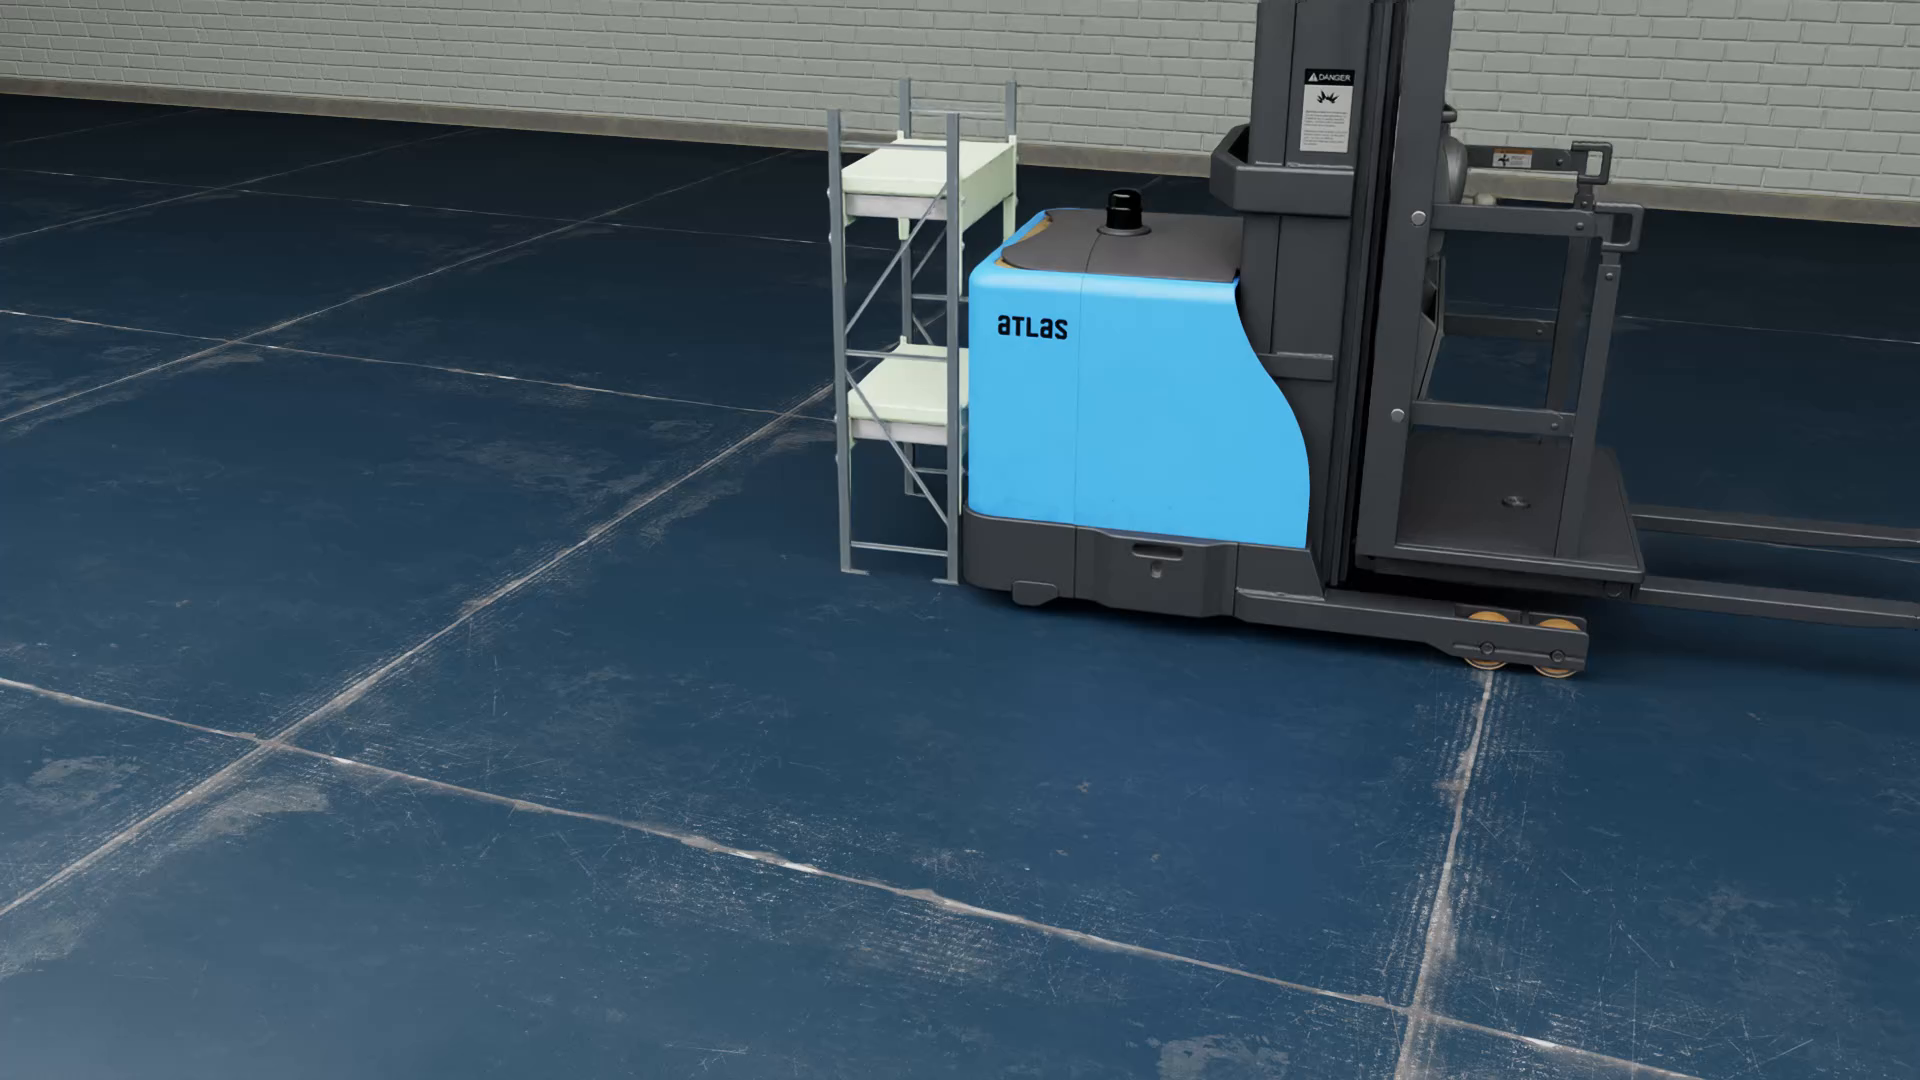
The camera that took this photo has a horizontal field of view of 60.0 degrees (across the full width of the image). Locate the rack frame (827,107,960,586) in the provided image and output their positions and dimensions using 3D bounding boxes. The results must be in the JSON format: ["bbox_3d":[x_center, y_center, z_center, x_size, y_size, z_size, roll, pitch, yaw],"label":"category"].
[{"bbox_3d":[-0.197,-0.568,5.163,0.400,1.500,0.023,6,23,14],"label":"rack frame"}]

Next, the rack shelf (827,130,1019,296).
[{"bbox_3d":[-0.103,-1.064,5.339,0.431,0.370,0.720,6,23,14],"label":"rack shelf"}]

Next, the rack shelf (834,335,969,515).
[{"bbox_3d":[-0.103,-0.403,5.615,0.431,0.370,0.720,6,23,14],"label":"rack shelf"}]

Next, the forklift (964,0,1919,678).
[{"bbox_3d":[1.587,-1.182,4.778,3.031,2.935,1.130,6,23,14],"label":"forklift"}]

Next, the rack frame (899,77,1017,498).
[{"bbox_3d":[-0.008,-0.840,5.816,0.400,1.500,0.023,6,23,14],"label":"rack frame"}]

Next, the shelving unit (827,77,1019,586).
[{"bbox_3d":[-0.103,-0.704,5.490,0.431,1.500,0.755,6,23,14],"label":"shelving unit"}]
